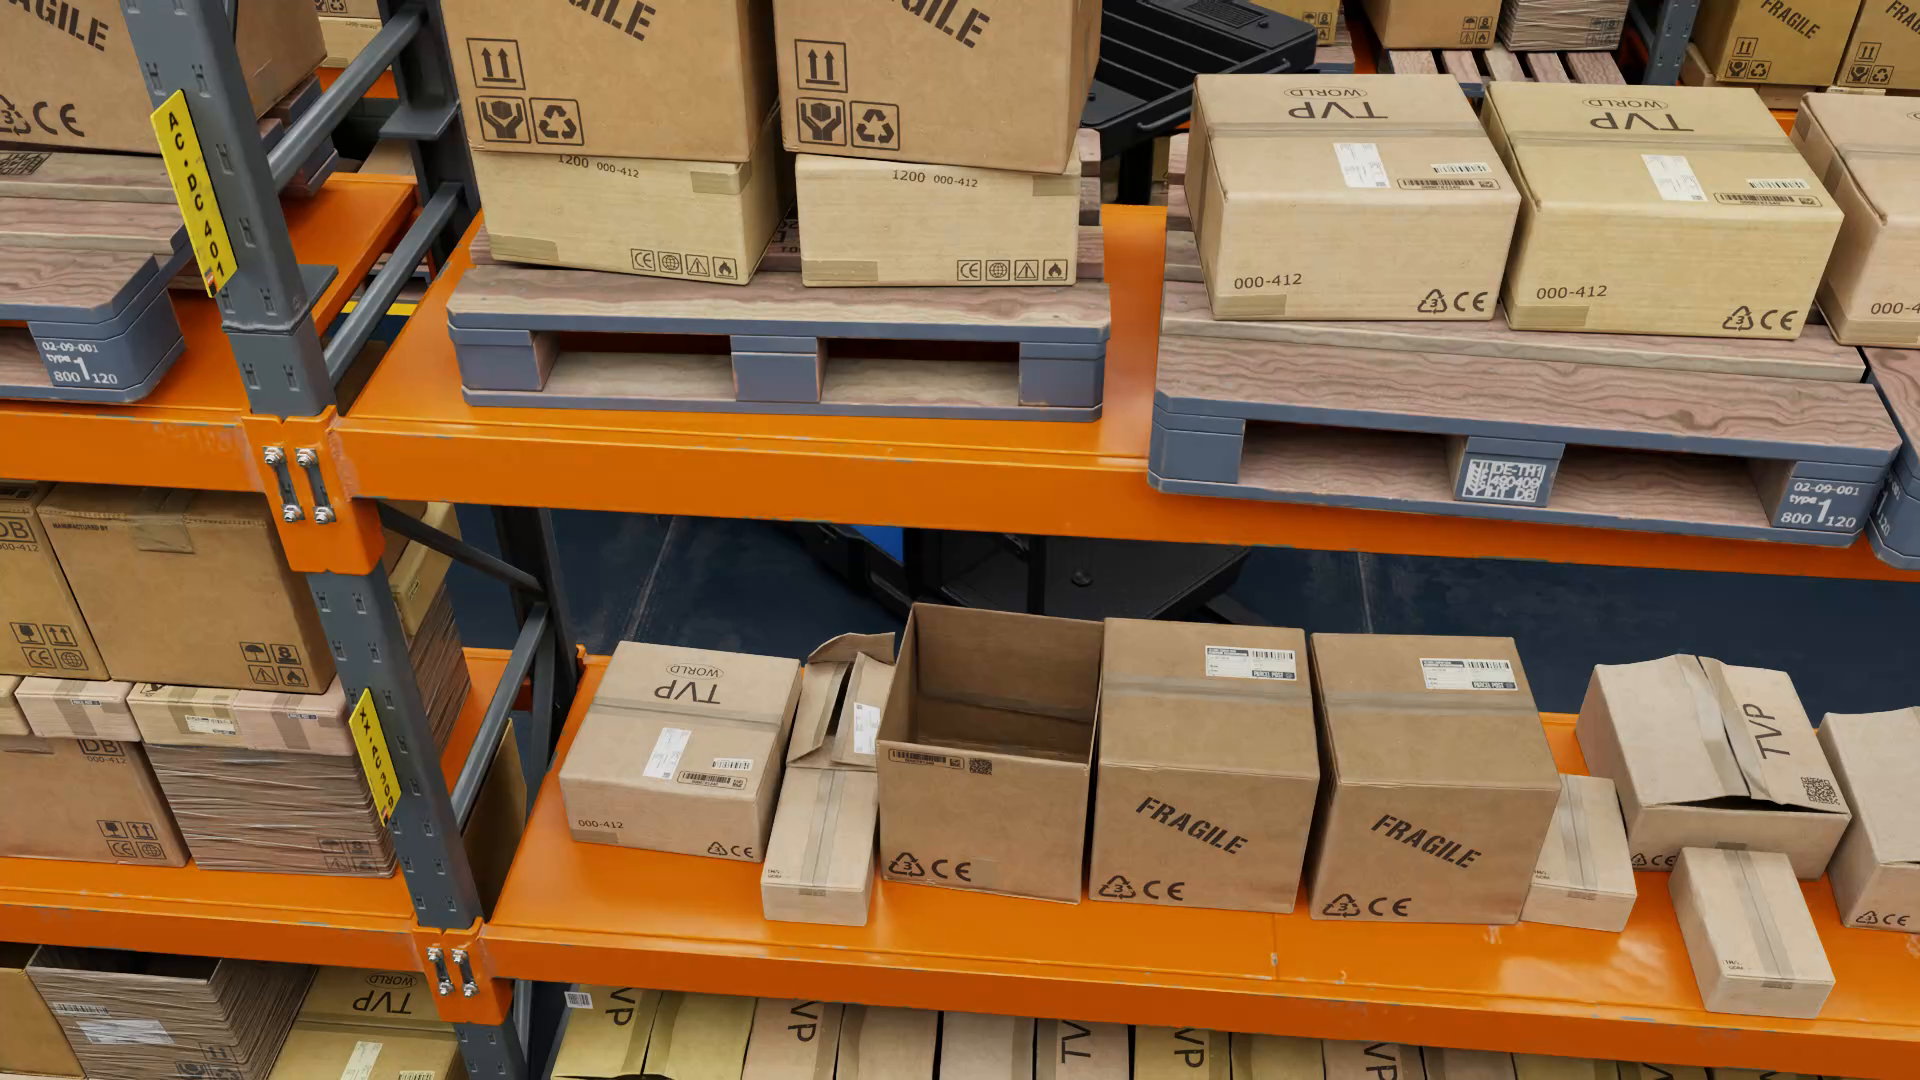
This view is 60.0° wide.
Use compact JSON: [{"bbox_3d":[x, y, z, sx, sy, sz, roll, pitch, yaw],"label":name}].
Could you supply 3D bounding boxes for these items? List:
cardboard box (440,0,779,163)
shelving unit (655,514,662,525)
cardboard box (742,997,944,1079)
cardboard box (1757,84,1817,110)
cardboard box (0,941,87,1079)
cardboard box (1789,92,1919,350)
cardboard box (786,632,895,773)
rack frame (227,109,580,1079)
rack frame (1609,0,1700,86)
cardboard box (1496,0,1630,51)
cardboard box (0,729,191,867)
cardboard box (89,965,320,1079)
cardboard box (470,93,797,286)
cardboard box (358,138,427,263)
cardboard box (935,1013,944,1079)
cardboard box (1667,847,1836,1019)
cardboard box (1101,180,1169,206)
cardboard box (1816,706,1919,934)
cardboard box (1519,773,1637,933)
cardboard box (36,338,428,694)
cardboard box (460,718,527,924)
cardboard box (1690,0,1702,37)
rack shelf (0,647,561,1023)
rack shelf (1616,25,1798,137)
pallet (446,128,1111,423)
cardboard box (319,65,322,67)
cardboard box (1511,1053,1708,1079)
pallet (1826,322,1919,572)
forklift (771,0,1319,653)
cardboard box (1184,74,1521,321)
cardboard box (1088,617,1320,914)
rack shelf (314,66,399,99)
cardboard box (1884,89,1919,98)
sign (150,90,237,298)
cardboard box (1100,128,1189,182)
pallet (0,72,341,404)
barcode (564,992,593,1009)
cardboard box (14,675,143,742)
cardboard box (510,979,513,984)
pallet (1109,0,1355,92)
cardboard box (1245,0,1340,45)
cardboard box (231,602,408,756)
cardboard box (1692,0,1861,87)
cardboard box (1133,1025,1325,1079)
[{"bbox_3d":[-0.590,-1.016,2.938,0.500,0.500,0.500,4,39,4],"label":"cardboard box"},{"bbox_3d":[-1.164,-0.673,7.126,0.503,1.200,0.258,-19,43,-22],"label":"shelving unit"},{"bbox_3d":[-0.313,1.380,4.579,0.500,0.311,0.500,3,39,3],"label":"cardboard box"},{"bbox_3d":[3.766,-2.141,7.687,0.250,0.149,0.380,4,39,4],"label":"cardboard box"},{"bbox_3d":[-2.677,1.150,4.713,0.500,0.500,0.500,3,39,4],"label":"cardboard box"},{"bbox_3d":[1.803,-0.572,2.987,0.500,0.250,0.500,4,39,5],"label":"cardboard box"},{"bbox_3d":[-0.309,0.469,4.404,0.258,0.266,0.396,2,39,3],"label":"cardboard box"},{"bbox_3d":[-1.201,0.484,4.279,0.127,3.000,1.000,3,39,4],"label":"rack frame"},{"bbox_3d":[3.208,-2.413,7.839,0.127,3.000,1.000,3,39,4],"label":"rack frame"},{"bbox_3d":[2.739,-2.642,7.692,0.500,0.500,0.700,-1,39,-1],"label":"cardboard box"},{"bbox_3d":[-2.170,0.401,4.302,0.500,0.500,0.700,3,39,3],"label":"cardboard box"},{"bbox_3d":[-2.179,1.467,4.917,0.500,0.250,0.500,3,39,4],"label":"cardboard box"},{"bbox_3d":[-0.588,-0.744,3.198,0.500,0.250,0.500,7,40,8],"label":"cardboard box"},{"bbox_3d":[-2.786,-1.854,8.783,0.500,0.500,0.700,1,39,1],"label":"cardboard box"},{"bbox_3d":[-0.311,1.594,4.760,0.500,0.250,0.500,4,39,5],"label":"cardboard box"},{"bbox_3d":[1.864,0.925,3.937,0.250,0.149,0.380,3,39,4],"label":"cardboard box"},{"bbox_3d":[0.981,-1.753,8.659,0.500,0.500,0.700,4,39,4],"label":"cardboard box"},{"bbox_3d":[2.425,0.690,4.097,0.500,0.311,0.500,5,39,7],"label":"cardboard box"},{"bbox_3d":[1.509,0.766,4.132,0.250,0.149,0.380,6,40,7],"label":"cardboard box"},{"bbox_3d":[-1.644,-0.078,3.862,0.500,0.500,0.700,3,39,4],"label":"cardboard box"},{"bbox_3d":[-1.636,0.875,5.050,0.500,0.500,0.500,3,39,4],"label":"cardboard box"},{"bbox_3d":[3.701,-2.715,7.879,0.500,0.500,0.500,3,39,4],"label":"cardboard box"},{"bbox_3d":[-3.194,0.655,4.640,4.000,0.370,1.077,3,39,4],"label":"rack shelf"},{"bbox_3d":[5.200,-2.025,7.932,4.000,0.370,1.077,3,39,4],"label":"rack shelf"},{"bbox_3d":[-0.321,-0.565,3.343,1.217,0.209,0.805,2,39,2],"label":"pallet"},{"bbox_3d":[-3.278,-2.522,8.075,0.500,0.250,0.500,3,39,3],"label":"cardboard box"},{"bbox_3d":[1.723,1.490,4.444,0.500,0.311,0.500,3,39,3],"label":"cardboard box"},{"bbox_3d":[2.100,-0.369,3.100,1.003,0.211,1.213,5,39,6],"label":"pallet"},{"bbox_3d":[0.456,-0.813,5.927,1.130,2.935,3.031,-31,48,-32],"label":"forklift"},{"bbox_3d":[0.699,-0.641,3.071,0.500,0.250,0.500,0,39,0],"label":"cardboard box"},{"bbox_3d":[0.587,0.554,4.114,0.500,0.500,0.500,3,39,4],"label":"cardboard box"},{"bbox_3d":[-2.770,-2.461,8.467,4.000,0.370,1.077,3,39,4],"label":"rack shelf"},{"bbox_3d":[4.285,-2.137,7.683,0.250,0.149,0.380,3,39,3],"label":"cardboard box"},{"bbox_3d":[-1.247,-0.561,2.715,0.005,0.325,0.100,3,39,4],"label":"sign"},{"bbox_3d":[0.915,-2.046,8.425,0.500,0.250,0.500,2,39,3],"label":"cardboard box"},{"bbox_3d":[-2.053,-0.675,3.397,1.213,0.211,1.003,3,39,4],"label":"pallet"},{"bbox_3d":[-0.983,1.187,4.287,0.075,0.075,0.001,3,39,4],"label":"barcode"},{"bbox_3d":[-1.998,0.287,3.929,0.250,0.149,0.380,2,39,3],"label":"cardboard box"},{"bbox_3d":[-1.637,1.172,5.279,0.500,0.250,0.500,3,39,4],"label":"cardboard box"},{"bbox_3d":[1.232,-2.421,8.000,1.213,0.211,1.003,3,39,4],"label":"pallet"},{"bbox_3d":[1.495,-2.696,7.758,0.500,0.500,0.700,3,39,4],"label":"cardboard box"},{"bbox_3d":[-1.490,0.314,3.895,0.250,0.149,0.380,3,39,4],"label":"cardboard box"},{"bbox_3d":[3.670,-2.388,7.477,0.500,0.500,0.500,4,39,5],"label":"cardboard box"},{"bbox_3d":[0.721,1.433,4.515,0.500,0.311,0.500,4,39,5],"label":"cardboard box"}]
